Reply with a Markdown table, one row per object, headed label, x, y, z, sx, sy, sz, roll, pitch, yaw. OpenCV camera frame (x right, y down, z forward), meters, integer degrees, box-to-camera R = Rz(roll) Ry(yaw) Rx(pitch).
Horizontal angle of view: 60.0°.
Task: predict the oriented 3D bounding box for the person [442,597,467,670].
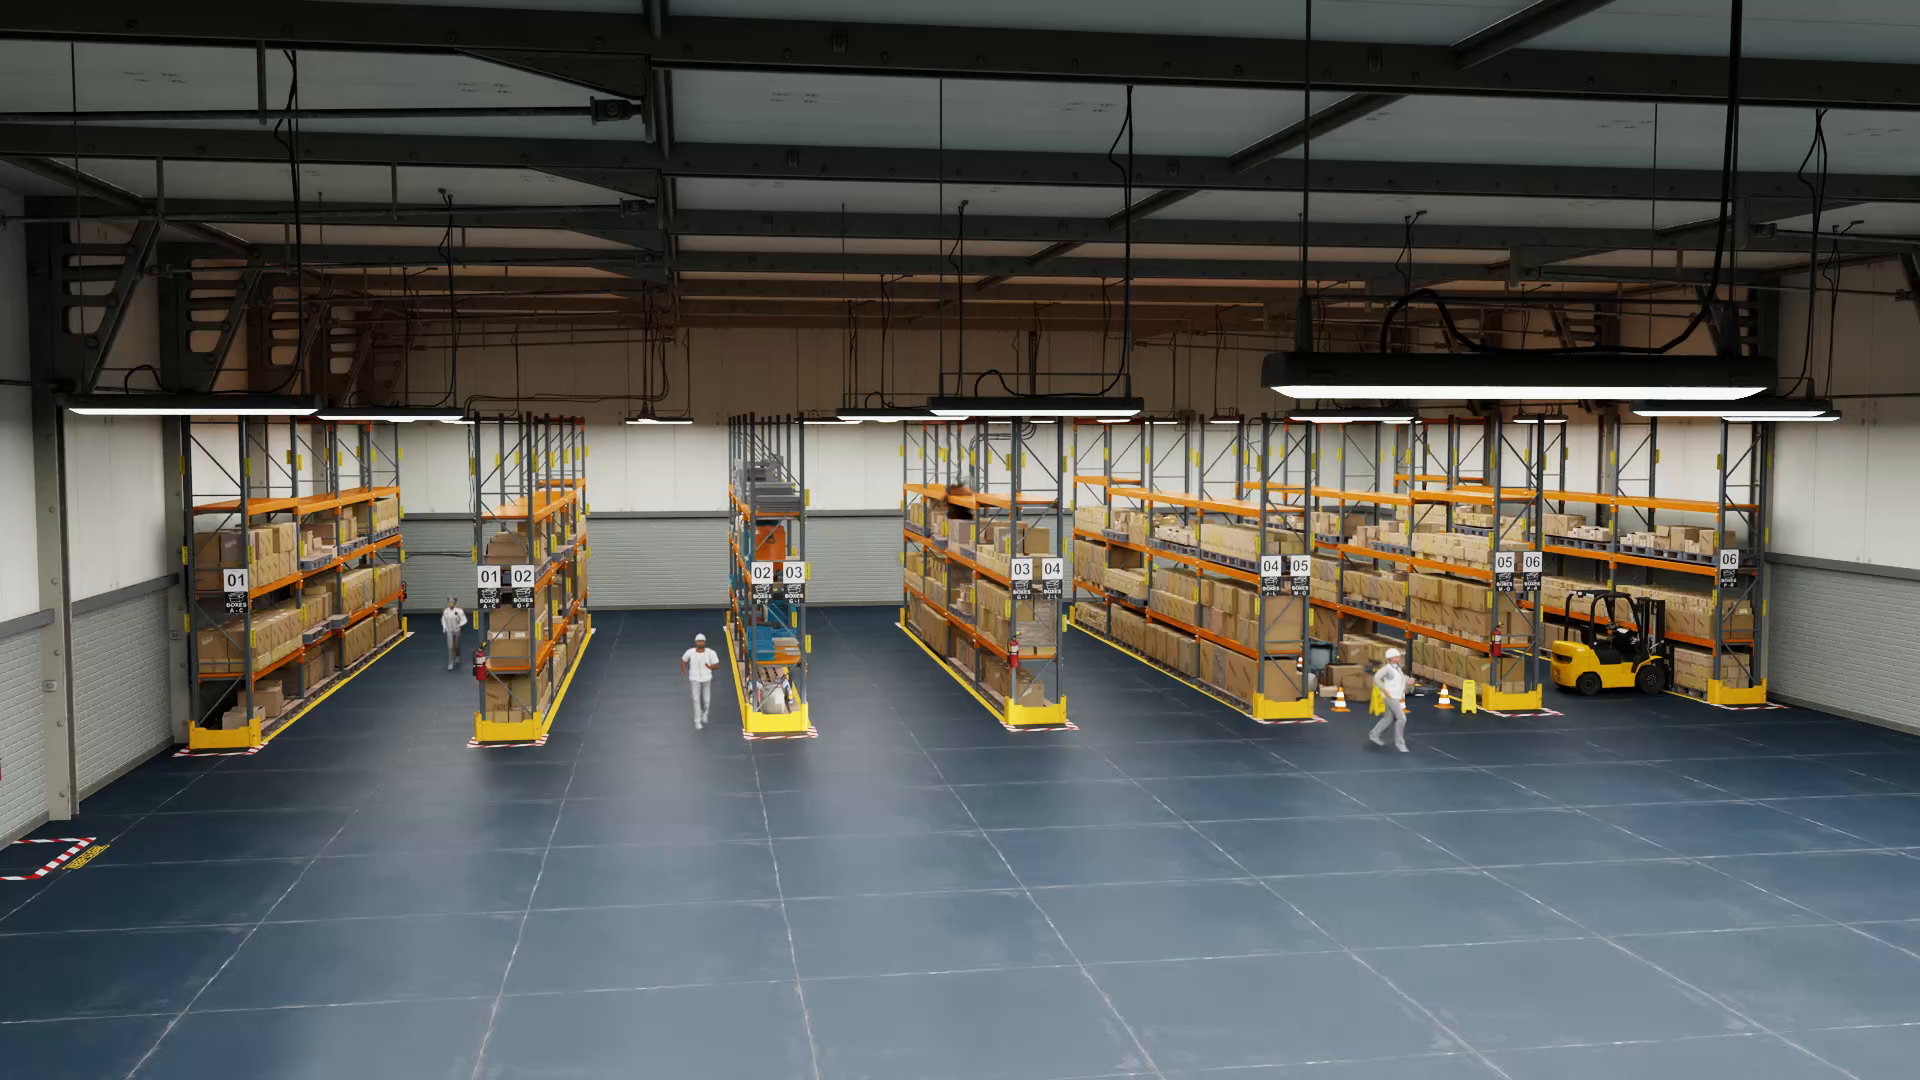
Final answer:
| label | x | y | z | sx | sy | sz | roll | pitch | yaw |
| --- | --- | --- | --- | --- | --- | --- | --- | --- | --- |
| person | -11.972 | 2.177 | 39.369 | 0.610 | 1.694 | 0.860 | 0 | 4 | -7 |

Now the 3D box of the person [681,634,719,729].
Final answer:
| label | x | y | z | sx | sy | sz | roll | pitch | yaw |
| --- | --- | --- | --- | --- | --- | --- | --- | --- | --- |
| person | -4.934 | 2.663 | 31.587 | 0.711 | 1.741 | 0.951 | -1 | 4 | -11 |

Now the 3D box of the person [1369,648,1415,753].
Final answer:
| label | x | y | z | sx | sy | sz | roll | pitch | yaw |
| --- | --- | --- | --- | --- | --- | --- | --- | --- | --- |
| person | 7.655 | 2.836 | 29.502 | 0.799 | 1.837 | 0.642 | 2 | 4 | 29 |

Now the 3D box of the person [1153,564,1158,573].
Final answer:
| label | x | y | z | sx | sy | sz | roll | pitch | yaw |
| --- | --- | --- | --- | --- | --- | --- | --- | --- | --- |
| person | 5.616 | 1.585 | 48.199 | 0.666 | 1.775 | 1.141 | -1 | 4 | -17 |
